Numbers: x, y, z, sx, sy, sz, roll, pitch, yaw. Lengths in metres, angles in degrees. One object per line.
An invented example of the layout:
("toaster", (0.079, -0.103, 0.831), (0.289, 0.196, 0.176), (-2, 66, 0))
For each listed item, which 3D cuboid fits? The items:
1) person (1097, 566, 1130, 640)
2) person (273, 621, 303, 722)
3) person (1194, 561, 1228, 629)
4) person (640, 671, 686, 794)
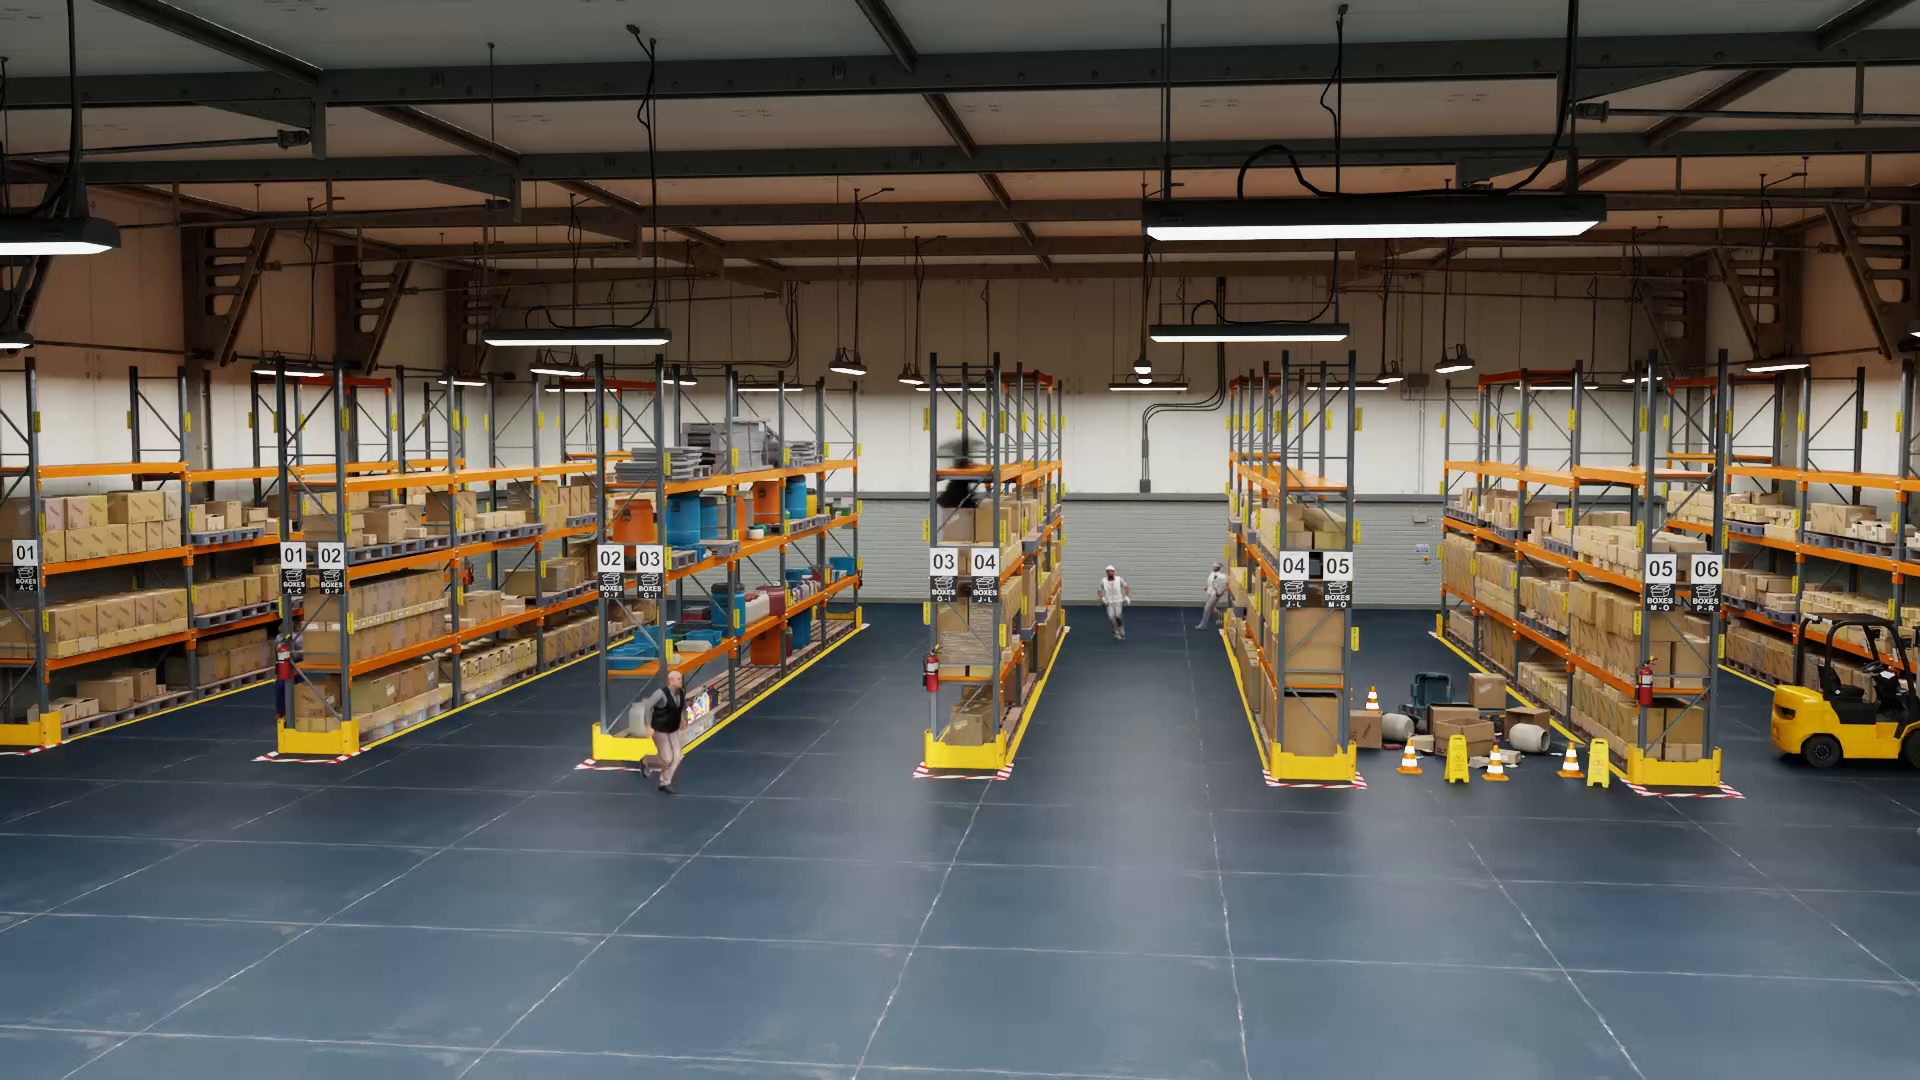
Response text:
("person", (3.515, 1.451, 38.147), (0.753, 1.728, 0.568), (0, 4, 7))
("person", (-11.339, 2.191, 28.199), (0.601, 1.686, 0.815), (0, 4, 5))
("person", (6.148, 1.324, 40.173), (0.910, 1.658, 0.655), (-2, 4, -26))
("person", (-4.025, 2.578, 22.498), (0.723, 1.660, 0.650), (2, 5, 29))
